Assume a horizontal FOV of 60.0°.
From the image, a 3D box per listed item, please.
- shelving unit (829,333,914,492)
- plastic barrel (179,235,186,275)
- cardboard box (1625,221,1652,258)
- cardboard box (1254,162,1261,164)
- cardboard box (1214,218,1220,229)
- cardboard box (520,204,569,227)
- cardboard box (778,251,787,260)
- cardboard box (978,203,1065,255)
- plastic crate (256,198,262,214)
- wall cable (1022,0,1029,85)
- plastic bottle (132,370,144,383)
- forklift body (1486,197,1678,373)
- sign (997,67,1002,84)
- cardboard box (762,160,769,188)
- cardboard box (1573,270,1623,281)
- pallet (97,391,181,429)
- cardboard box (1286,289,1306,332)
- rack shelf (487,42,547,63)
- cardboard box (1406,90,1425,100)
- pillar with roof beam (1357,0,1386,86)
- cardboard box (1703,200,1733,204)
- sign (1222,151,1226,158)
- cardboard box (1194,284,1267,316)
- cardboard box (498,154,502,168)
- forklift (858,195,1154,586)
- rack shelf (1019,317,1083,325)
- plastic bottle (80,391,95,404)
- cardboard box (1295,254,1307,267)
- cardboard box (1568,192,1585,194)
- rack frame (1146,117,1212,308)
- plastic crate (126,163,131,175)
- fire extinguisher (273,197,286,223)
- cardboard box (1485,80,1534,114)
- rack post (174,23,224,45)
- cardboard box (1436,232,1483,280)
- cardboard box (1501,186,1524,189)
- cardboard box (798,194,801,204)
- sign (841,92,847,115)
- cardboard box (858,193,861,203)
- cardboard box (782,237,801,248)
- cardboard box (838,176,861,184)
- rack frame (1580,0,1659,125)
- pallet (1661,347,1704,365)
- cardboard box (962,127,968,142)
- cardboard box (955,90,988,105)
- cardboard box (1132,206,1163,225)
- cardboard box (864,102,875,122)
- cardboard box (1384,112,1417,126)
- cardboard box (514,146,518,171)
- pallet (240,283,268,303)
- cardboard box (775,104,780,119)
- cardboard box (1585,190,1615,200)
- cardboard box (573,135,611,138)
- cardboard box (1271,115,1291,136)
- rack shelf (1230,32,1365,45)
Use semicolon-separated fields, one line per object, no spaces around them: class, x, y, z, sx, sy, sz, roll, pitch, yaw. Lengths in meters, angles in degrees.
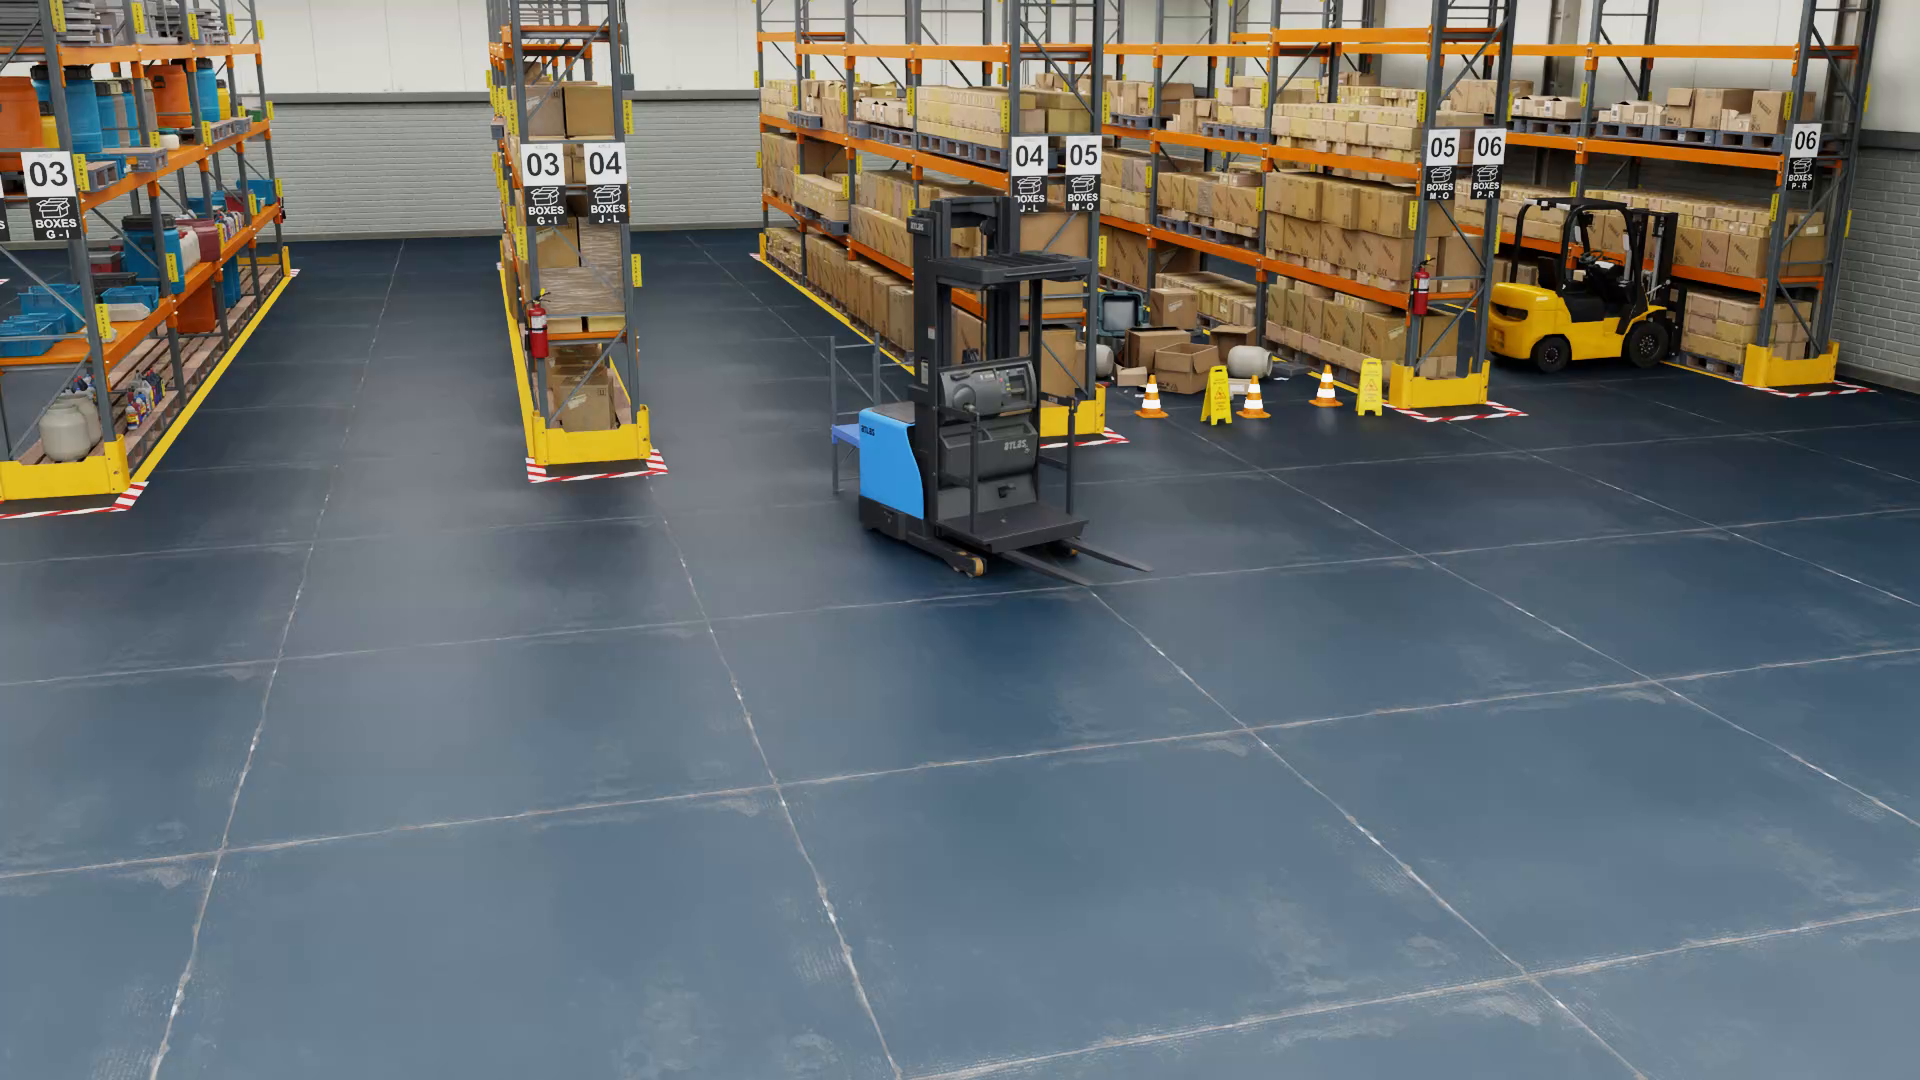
shelving unit;-0.769;-1.085;15.459;0.538;1.500;1.048;-8;19;-25
plastic barrel;-9.911;-3.532;20.760;0.433;0.535;0.433;0;17;0
cardboard box;9.575;-4.172;22.954;0.500;0.500;0.500;-5;17;-16
cardboard box;6.488;-7.834;35.062;0.500;0.250;0.500;-4;17;-14
cardboard box;3.960;-4.642;24.397;0.380;0.149;0.250;-5;17;-15
cardboard box;-4.463;-3.345;17.946;0.500;0.500;0.500;-5;17;-15
cardboard box;-3.223;-5.370;31.342;0.380;0.149;0.250;-6;18;-18
cardboard box;0.696;-3.471;18.655;0.875;0.550;0.550;-5;17;-15
plastic crate;-12.145;-5.702;28.407;0.416;0.233;0.300;-5;17;-15
wall cable;2.914;-12.187;39.317;2.988;3.039;0.133;-5;17;-15
plastic bottle;-9.342;-1.757;18.928;0.144;0.351;0.185;-5;17;-15
forklift body;8.229;-3.418;22.092;2.313;2.155;1.214;-5;17;-15
sign;0.800;-9.327;33.418;0.100;0.325;0.005;-5;17;-15
cardboard box;-3.539;-7.101;32.188;0.500;0.500;0.500;-4;17;-13
cardboard box;9.236;-3.755;24.051;0.500;0.250;0.500;-5;17;-16
pallet;-9.513;-1.457;18.937;1.003;0.211;1.213;-5;17;-15
cardboard box;4.694;-3.069;22.200;0.500;0.500;0.500;-4;17;-13
rack shelf;-7.644;-8.477;28.976;1.077;0.370;4.000;-5;17;-15
cardboard box;7.834;-7.577;28.301;0.380;0.149;0.250;-5;18;-17
pillar with roof beam;3.742;-9.560;30.636;9.100;9.000;0.400;-5;17;-15
cardboard box;10.219;-4.485;22.351;0.380;0.149;0.250;-5;17;-15
sign;5.585;-8.242;35.170;0.100;0.325;0.005;-5;17;-15
cardboard box;4.093;-3.635;25.178;0.950;0.372;0.625;-4;17;-13
cardboard box;-8.035;-6.687;29.941;0.500;0.500;0.500;-5;17;-17
forklift;4.123;-3.828;22.101;17.602;2.935;13.267;-12;20;-34
rack shelf;0.451;-2.909;19.923;0.831;0.071;3.687;-5;17;-15
plastic bottle;-9.531;-1.481;18.138;0.152;0.276;0.135;-5;17;-15
cardboard box;4.667;-3.716;22.047;0.380;0.149;0.250;-4;17;-14
cardboard box;9.423;-5.171;25.151;0.380;0.149;0.250;-5;17;-15
rack frame;3.534;-5.264;26.761;1.000;3.000;0.127;-5;17;-15
plastic crate;-8.828;-3.880;17.400;0.243;0.136;0.396;-5;17;-15
fire extinguisher;-12.560;-6.163;30.539;0.296;0.674;0.183;-5;17;-15
cardboard box;8.550;-6.889;25.881;0.500;0.500;0.500;-4;17;-14
rack post;-11.178;-7.279;23.911;0.937;0.300;0.954;-3;17;-9
cardboard box;5.869;-3.394;19.846;0.500;0.500;0.500;-5;17;-16
cardboard box;8.639;-5.484;26.192;0.380;0.149;0.250;-5;17;-15
cardboard box;-2.549;-5.810;28.286;0.380;0.149;0.250;-4;17;-14
sign;-1.720;-6.486;24.718;0.100;0.325;0.005;-5;17;-15
cardboard box;-1.428;-5.504;26.752;0.380;0.149;0.250;-5;17;-15
cardboard box;-3.074;-5.504;30.753;0.380;0.149;0.250;-5;18;-17
cardboard box;-1.855;-6.075;28.134;0.380;0.149;0.250;-5;18;-17
rack frame;9.405;-7.424;23.524;1.000;3.000;0.127;-5;17;-15
pallet;9.922;-2.654;22.920;1.003;0.211;1.213;-5;17;-15
cardboard box;0.235;-4.613;18.915;0.380;0.149;0.250;-5;17;-15
cardboard box;0.163;-5.067;19.039;0.380;0.149;0.250;-5;17;-15
cardboard box;3.145;-5.311;27.180;0.500;0.250;0.500;-5;18;-17
cardboard box;-1.073;-6.102;23.694;0.500;0.250;0.500;-4;17;-14
cardboard box;5.234;-4.963;19.595;0.380;0.149;0.250;-5;17;-16
cardboard box;-4.589;-4.164;18.148;0.500;0.250;0.500;-5;17;-16
pallet;-12.096;-4.060;27.600;1.003;0.211;1.213;-5;17;-15
cardboard box;-3.093;-7.846;30.406;0.500;0.250;0.500;-5;17;-16
cardboard box;9.207;-4.940;23.865;0.380;0.149;0.250;-4;17;-14
cardboard box;-3.885;-4.205;17.591;0.380;0.149;0.250;-5;17;-15
cardboard box;4.491;-5.521;22.147;0.500;0.250;0.500;-5;17;-16
rack shelf;6.656;-9.844;32.837;1.077;0.370;4.000;-5;17;-15
